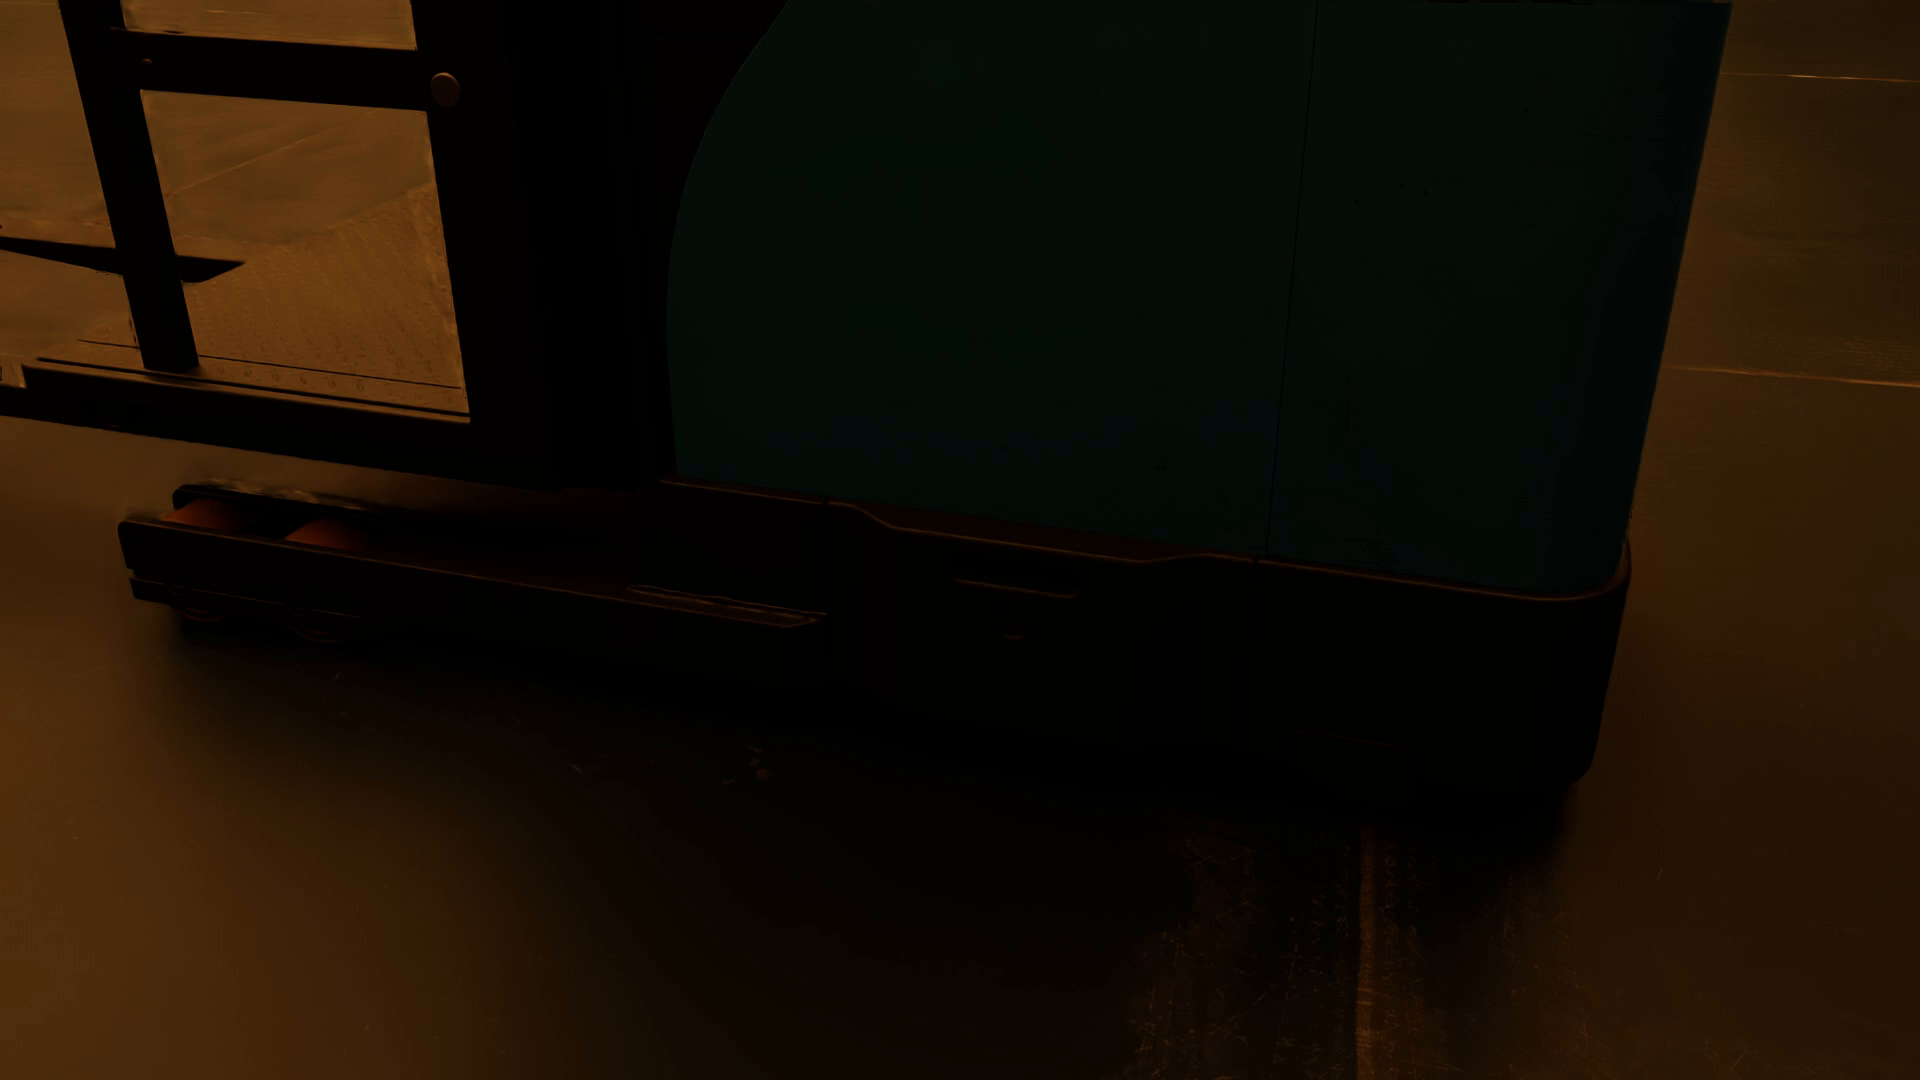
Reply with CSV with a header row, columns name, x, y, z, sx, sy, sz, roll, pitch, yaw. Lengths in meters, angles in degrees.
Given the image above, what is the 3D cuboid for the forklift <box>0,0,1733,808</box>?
name,x,y,z,sx,sy,sz,roll,pitch,yaw
forklift,-0.613,-1.386,1.993,3.031,2.935,1.130,8,28,15
